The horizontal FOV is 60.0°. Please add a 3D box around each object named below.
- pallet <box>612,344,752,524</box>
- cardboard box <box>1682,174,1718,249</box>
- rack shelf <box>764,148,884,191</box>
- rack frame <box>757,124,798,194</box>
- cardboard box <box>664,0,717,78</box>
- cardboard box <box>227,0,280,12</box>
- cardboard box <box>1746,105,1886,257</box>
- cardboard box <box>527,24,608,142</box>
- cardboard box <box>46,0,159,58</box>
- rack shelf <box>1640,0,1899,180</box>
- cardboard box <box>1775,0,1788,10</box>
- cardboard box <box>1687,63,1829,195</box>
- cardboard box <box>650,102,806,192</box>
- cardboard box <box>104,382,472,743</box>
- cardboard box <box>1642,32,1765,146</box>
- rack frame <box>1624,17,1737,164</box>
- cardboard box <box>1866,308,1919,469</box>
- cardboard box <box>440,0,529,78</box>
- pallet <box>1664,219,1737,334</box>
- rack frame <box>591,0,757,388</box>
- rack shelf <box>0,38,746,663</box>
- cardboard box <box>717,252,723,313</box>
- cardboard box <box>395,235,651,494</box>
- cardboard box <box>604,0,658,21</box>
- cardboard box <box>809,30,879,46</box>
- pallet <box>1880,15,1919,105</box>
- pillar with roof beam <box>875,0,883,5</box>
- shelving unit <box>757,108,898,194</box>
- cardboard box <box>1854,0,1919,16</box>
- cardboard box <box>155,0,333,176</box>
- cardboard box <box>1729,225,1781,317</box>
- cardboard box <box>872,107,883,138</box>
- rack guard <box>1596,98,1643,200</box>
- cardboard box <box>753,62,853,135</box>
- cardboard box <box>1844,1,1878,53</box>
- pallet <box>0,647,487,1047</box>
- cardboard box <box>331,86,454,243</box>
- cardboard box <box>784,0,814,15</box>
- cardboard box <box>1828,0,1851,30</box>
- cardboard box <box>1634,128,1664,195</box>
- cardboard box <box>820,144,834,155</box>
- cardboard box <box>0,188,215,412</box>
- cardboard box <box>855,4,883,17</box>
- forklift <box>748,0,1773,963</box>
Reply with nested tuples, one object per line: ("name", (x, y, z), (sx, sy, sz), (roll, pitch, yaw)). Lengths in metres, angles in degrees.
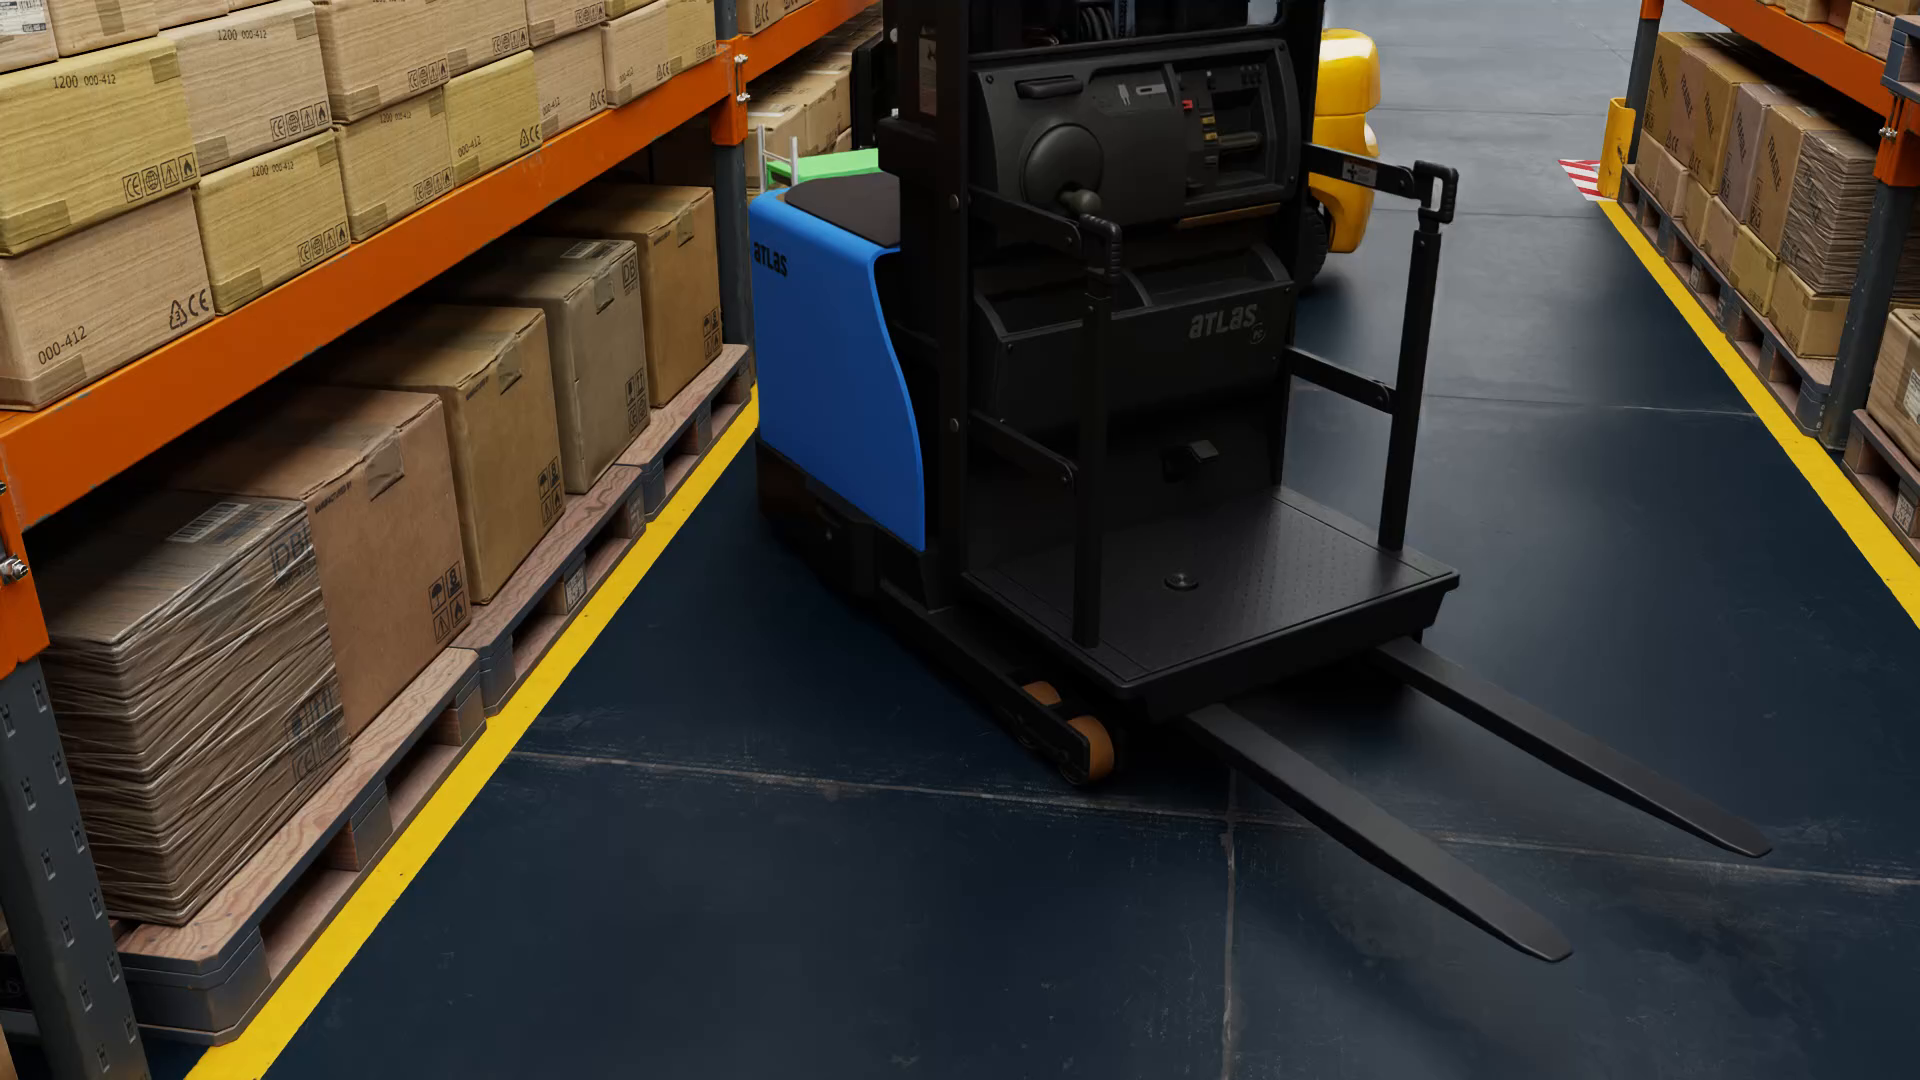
("pallet", (-1.391, -0.431, 5.922), (1.003, 0.211, 1.213), (4, 25, 9))
("cardboard box", (3.670, -1.520, 7.707), (0.500, 0.250, 0.500), (6, 26, 12))
("rack shelf", (-0.357, -1.143, 5.295), (0.480, 0.148, 0.258), (-15, 29, -29))
("rack frame", (-0.562, -0.710, 5.352), (0.015, 1.200, 0.240), (-15, 29, -29))
("cardboard box", (-1.133, -1.708, 5.537), (0.500, 0.250, 0.500), (5, 25, 10))
("cardboard box", (-1.531, -1.115, 3.211), (0.380, 0.149, 0.250), (4, 25, 9))
("cardboard box", (3.502, -1.426, 6.621), (0.500, 0.500, 0.500), (4, 25, 9))
("cardboard box", (-1.321, -1.292, 4.648), (0.500, 0.250, 0.500), (4, 25, 9))
("cardboard box", (-1.578, -0.895, 2.742), (0.380, 0.149, 0.250), (5, 25, 10))
("rack shelf", (3.915, -2.173, 7.203), (1.077, 0.370, 4.000), (4, 25, 9))
("cardboard box", (3.575, -2.234, 6.781), (0.380, 0.149, 0.250), (4, 25, 8))
("cardboard box", (3.663, -1.863, 7.556), (0.500, 0.500, 0.500), (5, 25, 10))
("cardboard box", (-0.920, -1.583, 6.662), (0.500, 0.250, 0.500), (4, 25, 8))
("cardboard box", (-1.748, 0.020, 3.975), (0.875, 0.625, 0.625), (5, 26, 10))
("cardboard box", (3.834, -2.292, 8.471), (0.500, 0.500, 0.500), (3, 25, 7))
("rack frame", (4.242, -3.335, 8.837), (1.000, 3.000, 0.127), (4, 25, 9))
("cardboard box", (3.505, -0.443, 5.262), (0.950, 0.372, 0.625), (4, 25, 9))
("cardboard box", (-1.404, -1.301, 4.079), (0.500, 0.250, 0.500), (4, 25, 9))
("pallet", (3.861, -1.195, 7.553), (1.003, 0.211, 1.213), (4, 25, 9))
("rack frame", (-1.309, -2.005, 5.995), (1.000, 3.000, 0.127), (4, 25, 9))
("rack shelf", (-1.636, -0.842, 4.360), (1.077, 0.370, 4.000), (4, 25, 9))
("cardboard box", (-0.903, -1.129, 6.872), (0.500, 0.250, 0.500), (4, 25, 9))
("cardboard box", (-1.518, -0.576, 5.249), (0.875, 0.625, 0.625), (4, 25, 8))
("cardboard box", (-1.214, -1.725, 4.983), (0.500, 0.250, 0.500), (3, 25, 7))
("cardboard box", (-0.573, -2.436, 8.484), (0.500, 0.250, 0.500), (4, 25, 9))
("pallet", (3.320, -1.266, 4.643), (1.003, 0.211, 1.213), (4, 25, 9))
("pillar with roof beam", (3.570, -8.377, 12.532), (9.100, 9.000, 0.400), (4, 25, 9))
("shelving unit", (-0.357, -0.766, 5.471), (0.503, 1.200, 0.258), (-15, 29, -29))
("cardboard box", (3.416, -2.045, 5.613), (0.500, 0.500, 0.500), (3, 25, 7))
("cardboard box", (-1.566, -0.868, 3.154), (0.500, 0.250, 0.500), (5, 26, 10))
("cardboard box", (3.497, -1.097, 6.802), (0.500, 0.250, 0.500), (3, 25, 7))
("cardboard box", (-0.668, -1.988, 8.118), (0.500, 0.250, 0.500), (4, 25, 8))
("rack guard", (4.230, -2.171, 9.299), (1.175, 0.500, 0.348), (4, 25, 9))
("cardboard box", (-0.757, -2.005, 7.564), (0.500, 0.250, 0.500), (5, 26, 10))
("cardboard box", (3.374, -1.809, 5.873), (0.380, 0.149, 0.250), (5, 25, 10))
("pallet", (-1.790, 0.590, 3.742), (1.003, 0.211, 1.213), (4, 25, 9))
("cardboard box", (-1.485, -0.858, 3.723), (0.500, 0.250, 0.500), (3, 25, 7))
("cardboard box", (-0.910, -2.437, 6.799), (0.500, 0.500, 0.500), (4, 25, 9))
("cardboard box", (3.548, -2.016, 6.315), (0.380, 0.149, 0.250), (4, 25, 8))
("cardboard box", (3.838, -1.962, 8.651), (0.500, 0.250, 0.500), (4, 25, 8))
("cardboard box", (-0.845, -1.568, 7.219), (0.500, 0.250, 0.500), (4, 25, 8))
("cardboard box", (-1.649, -0.433, 2.813), (0.500, 0.250, 0.500), (4, 25, 9))
("cardboard box", (-0.423, -2.861, 9.393), (0.500, 0.250, 0.500), (5, 26, 10))
("forklift", (0.568, -0.966, 3.857), (1.130, 2.935, 3.031), (-15, 29, -29))
